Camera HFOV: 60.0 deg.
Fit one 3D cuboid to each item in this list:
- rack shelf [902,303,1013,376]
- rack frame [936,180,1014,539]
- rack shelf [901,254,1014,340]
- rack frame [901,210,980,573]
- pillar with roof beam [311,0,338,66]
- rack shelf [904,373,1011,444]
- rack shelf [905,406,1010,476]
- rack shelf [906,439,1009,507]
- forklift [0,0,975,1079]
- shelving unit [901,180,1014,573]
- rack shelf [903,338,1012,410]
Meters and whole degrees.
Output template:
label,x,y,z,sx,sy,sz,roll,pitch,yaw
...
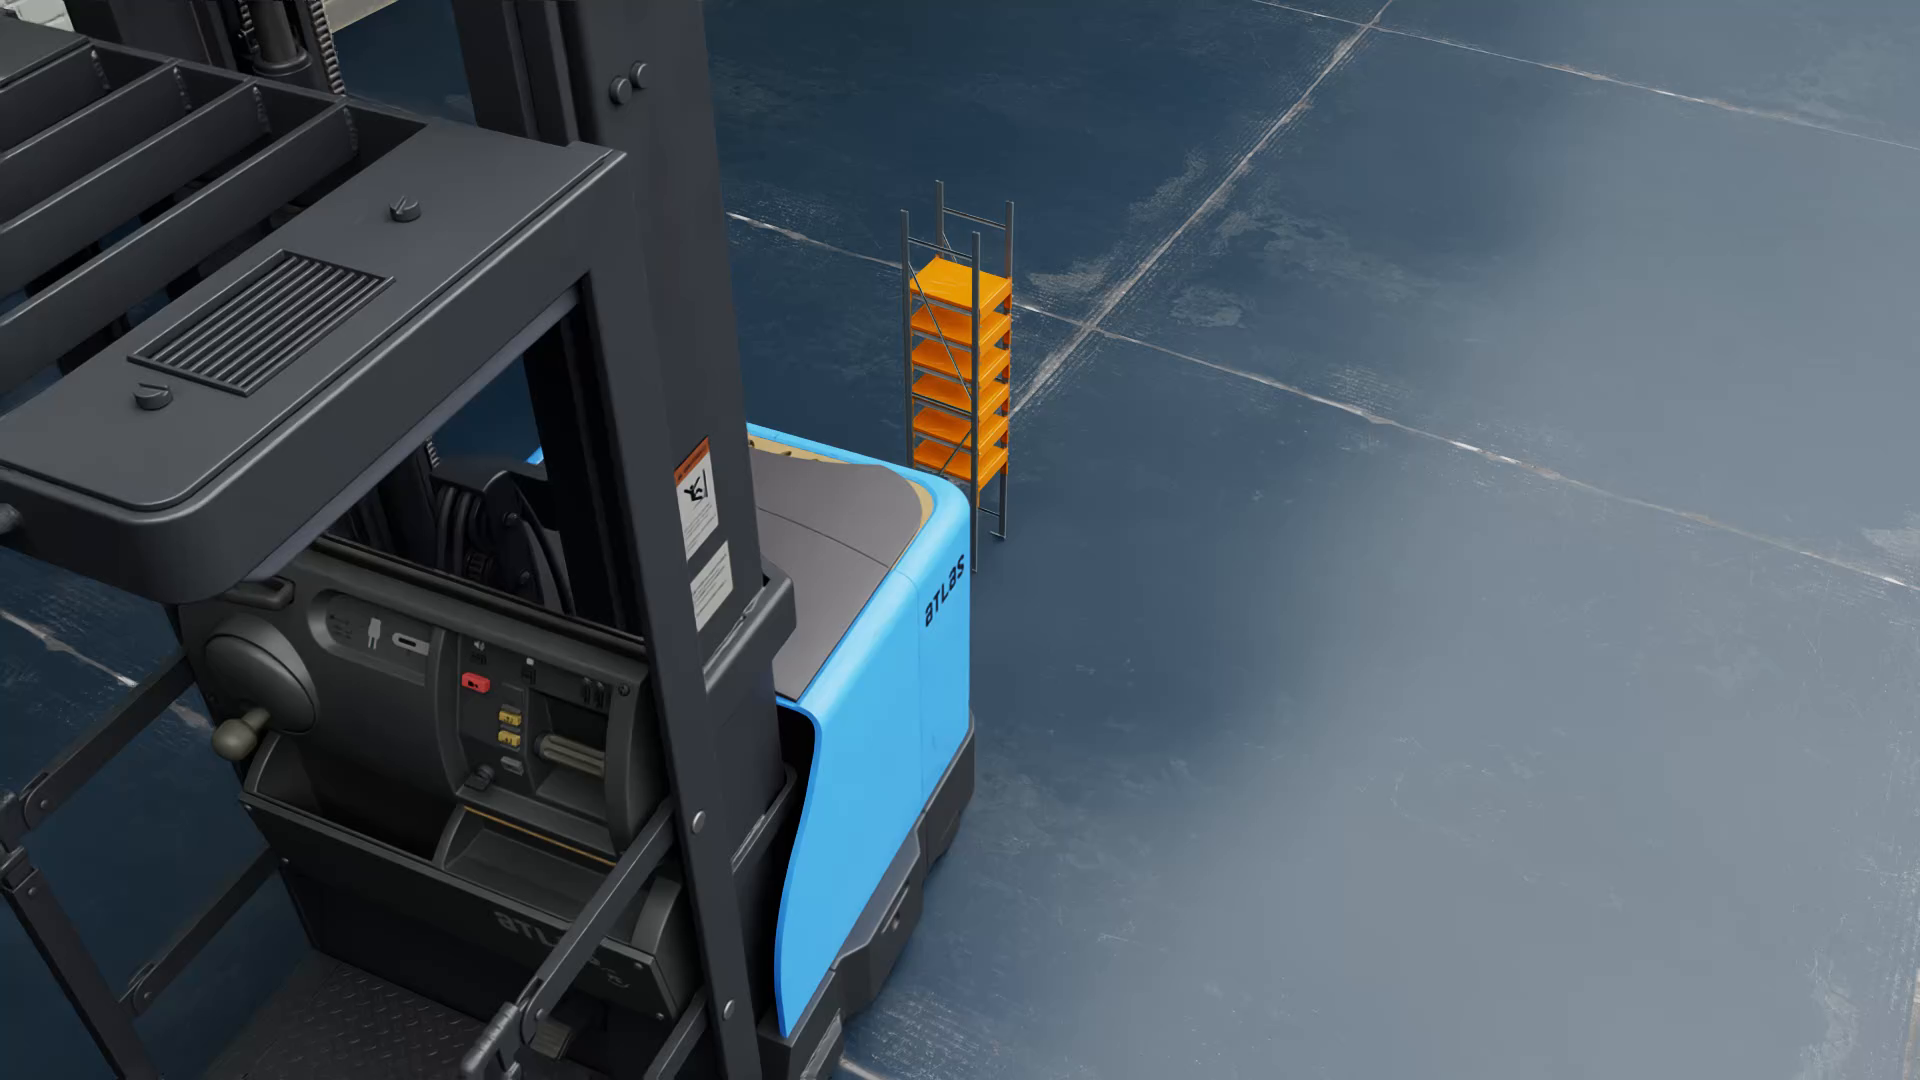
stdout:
label,x,y,z,sx,sy,sz,roll,pitch,yaw
rack shelf,-0.007,-0.589,4.715,0.258,0.103,0.180,21,45,22
rack frame,0.039,-0.494,4.904,0.240,1.200,0.006,21,45,22
rack shelf,-0.007,-0.679,4.635,0.258,0.103,0.180,21,45,22
rack frame,-0.053,-0.390,4.785,0.240,1.200,0.006,21,45,22
pillar with roof beam,0.591,-4.121,3.121,9.100,9.000,0.400,21,45,22
rack shelf,-0.007,-0.409,4.873,0.258,0.103,0.180,21,45,22
rack shelf,-0.007,-0.319,4.953,0.258,0.103,0.180,21,45,22
rack shelf,-0.007,-0.229,5.032,0.258,0.103,0.180,21,45,22
forklift,-1.023,0.339,2.647,1.130,2.935,3.031,16,44,18
shelving unit,-0.007,-0.442,4.844,0.258,1.200,0.189,21,45,22
rack shelf,-0.007,-0.499,4.794,0.258,0.103,0.180,21,45,22
